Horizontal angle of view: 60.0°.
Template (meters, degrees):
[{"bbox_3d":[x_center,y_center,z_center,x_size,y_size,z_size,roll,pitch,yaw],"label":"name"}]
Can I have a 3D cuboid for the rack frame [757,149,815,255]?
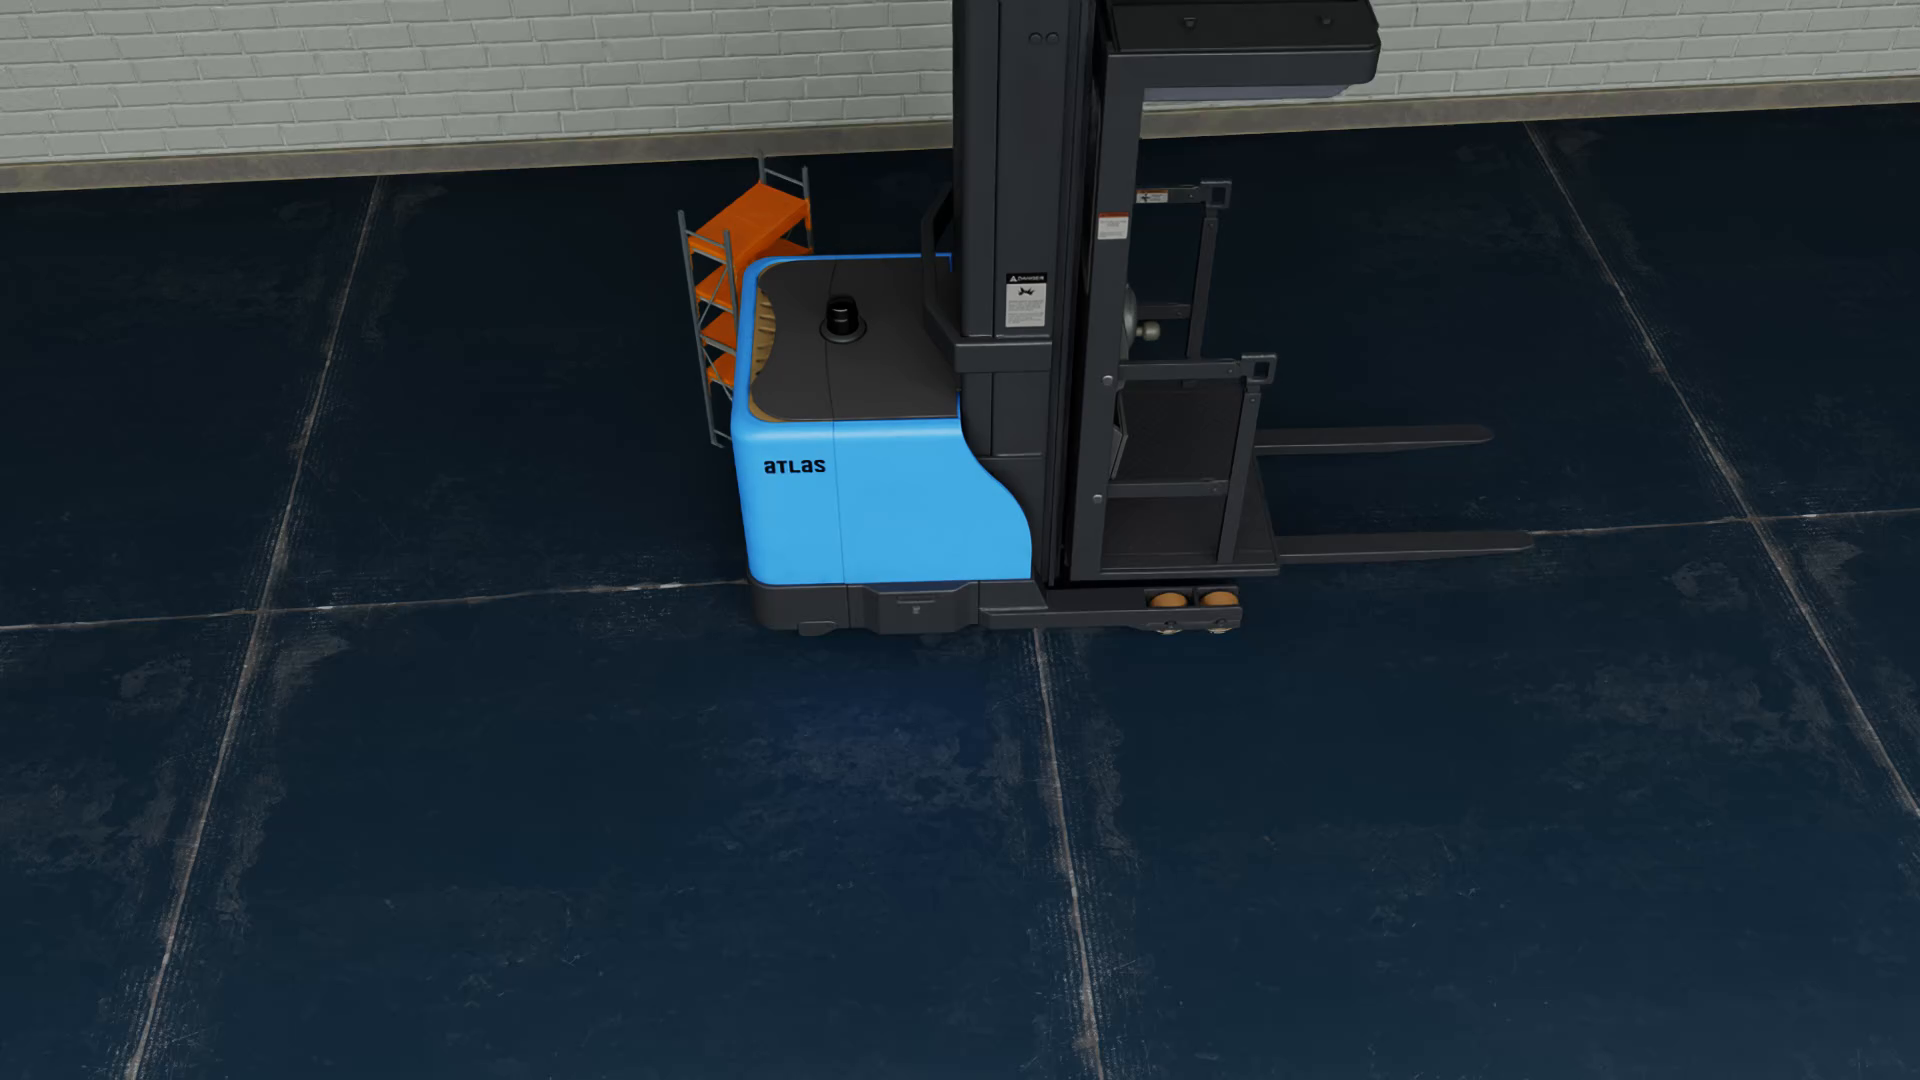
[{"bbox_3d":[-0.696,-1.080,6.946,0.240,1.200,0.015,25,52,22],"label":"rack frame"}]

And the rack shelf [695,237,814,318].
[{"bbox_3d":[-0.829,-1.039,6.692,0.258,0.148,0.480,25,52,22],"label":"rack shelf"}]

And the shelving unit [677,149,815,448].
[{"bbox_3d":[-0.830,-0.932,6.806,0.258,1.200,0.503,25,52,22],"label":"shelving unit"}]

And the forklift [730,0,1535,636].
[{"bbox_3d":[0.697,-1.034,5.711,3.031,2.935,1.130,-2,47,-1],"label":"forklift"}]

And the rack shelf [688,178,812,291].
[{"bbox_3d":[-0.829,-1.202,6.520,0.258,0.148,0.480,25,52,22],"label":"rack shelf"}]

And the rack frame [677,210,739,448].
[{"bbox_3d":[-0.963,-0.783,6.665,0.240,1.200,0.015,25,52,22],"label":"rack frame"}]

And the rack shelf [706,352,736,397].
[{"bbox_3d":[-0.830,-0.749,6.999,0.258,0.148,0.480,25,52,22],"label":"rack shelf"}]

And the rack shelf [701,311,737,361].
[{"bbox_3d":[-0.830,-0.885,6.855,0.258,0.148,0.480,25,52,22],"label":"rack shelf"}]
